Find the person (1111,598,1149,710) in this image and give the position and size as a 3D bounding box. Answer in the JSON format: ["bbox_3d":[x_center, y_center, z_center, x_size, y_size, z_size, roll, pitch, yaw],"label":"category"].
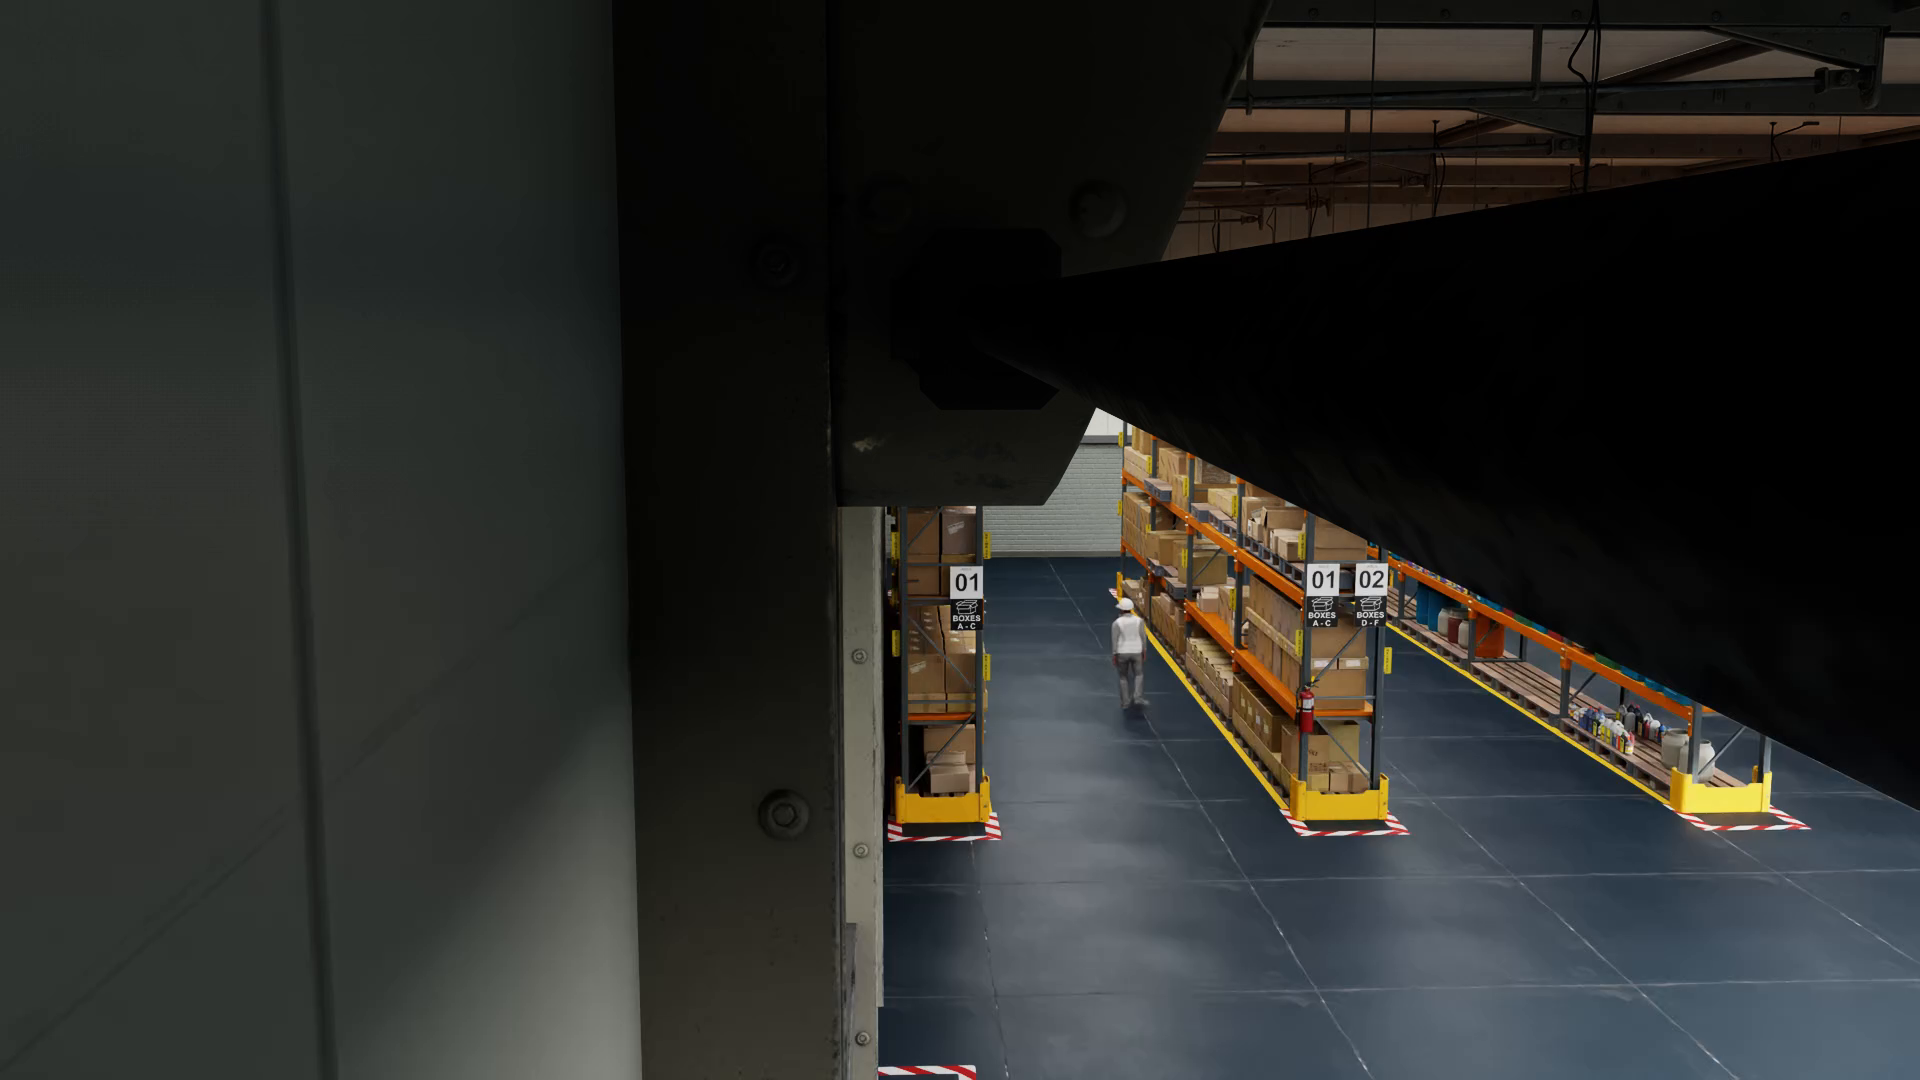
[{"bbox_3d":[2.673,1.792,26.158,0.584,1.771,0.503,-1,8,-8],"label":"person"}]
